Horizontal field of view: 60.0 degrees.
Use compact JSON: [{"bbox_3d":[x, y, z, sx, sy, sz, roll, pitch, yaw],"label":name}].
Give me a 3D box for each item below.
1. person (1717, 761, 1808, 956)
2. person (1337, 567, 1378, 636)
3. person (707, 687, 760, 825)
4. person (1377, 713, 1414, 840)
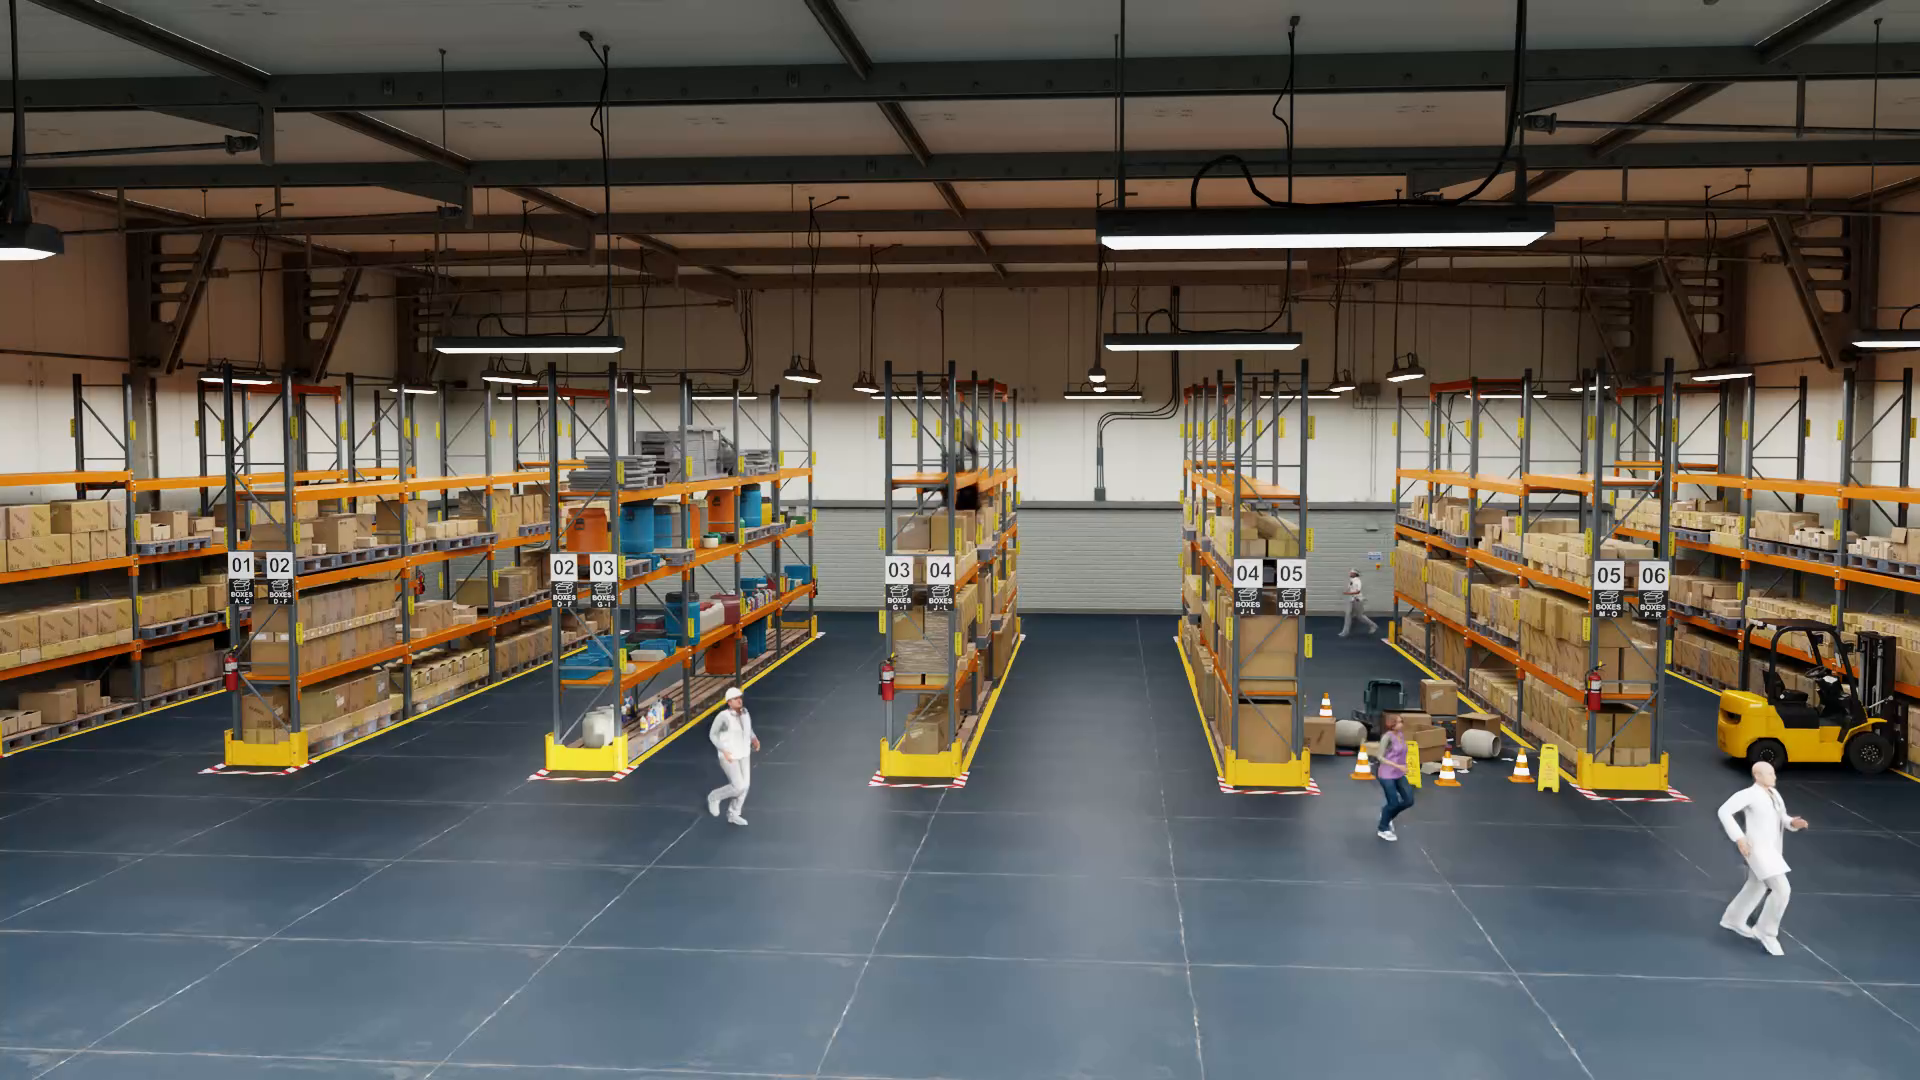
[{"bbox_3d":[7.767,3.064,16.094,0.673,1.845,0.819,-3,5,-42],"label":"person"},{"bbox_3d":[9.647,1.498,40.333,0.958,1.701,0.589,0,4,-2],"label":"person"},{"bbox_3d":[-2.872,2.747,21.221,0.627,1.746,0.656,3,5,38],"label":"person"},{"bbox_3d":[5.301,2.887,20.262,0.539,1.564,0.519,-3,5,-39],"label":"person"}]
